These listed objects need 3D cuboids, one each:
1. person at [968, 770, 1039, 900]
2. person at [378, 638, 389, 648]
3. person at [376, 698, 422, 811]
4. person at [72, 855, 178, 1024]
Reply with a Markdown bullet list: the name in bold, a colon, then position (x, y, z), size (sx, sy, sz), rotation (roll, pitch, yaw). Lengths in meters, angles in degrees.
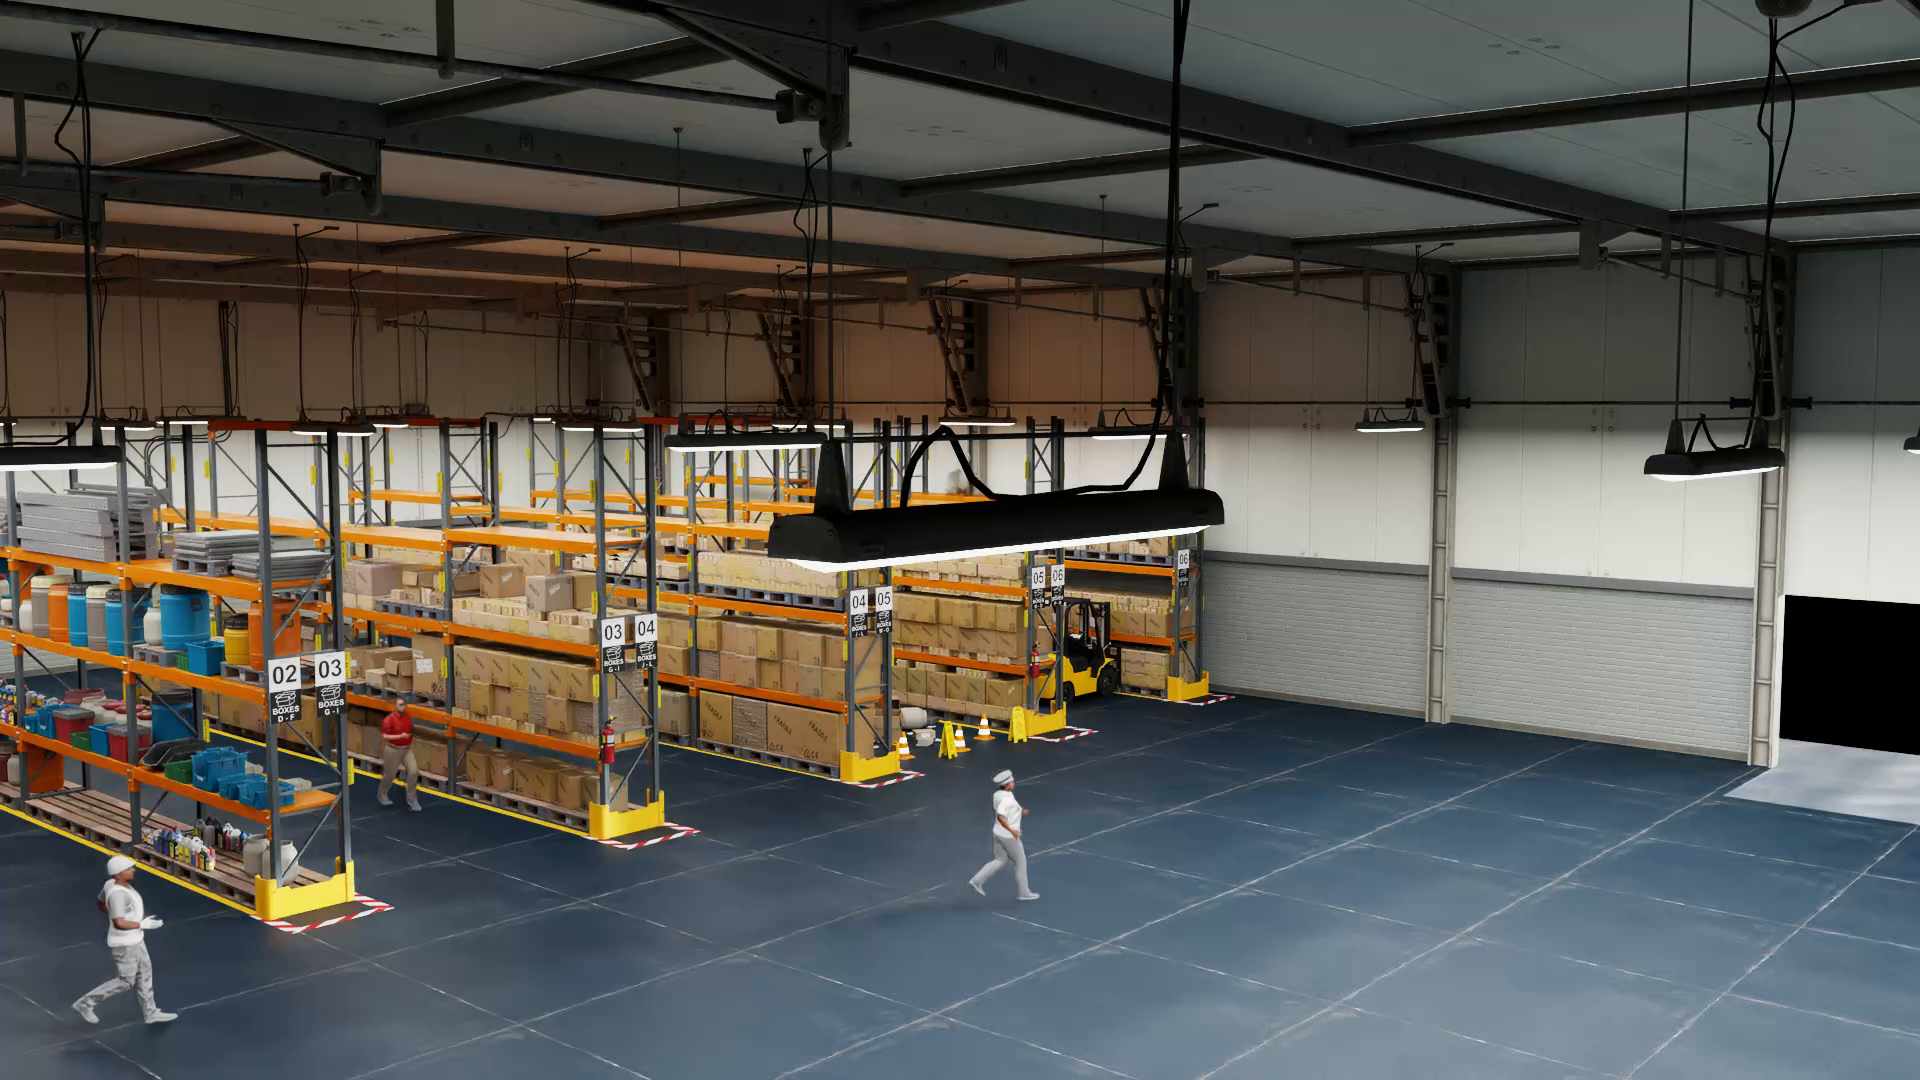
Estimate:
- **person**: position (0.570, 3.731, 20.972), size (0.924, 1.675, 0.583), rotation (-2, 5, -23)
- **person**: position (-11.259, 2.759, 32.566), size (0.919, 1.703, 0.612), rotation (3, 6, 32)
- **person**: position (-8.730, 3.330, 25.840), size (0.866, 1.786, 0.603), rotation (3, 6, 36)
- **person**: position (-8.431, 4.045, 16.748), size (0.938, 1.769, 0.690), rotation (-2, 5, -25)
